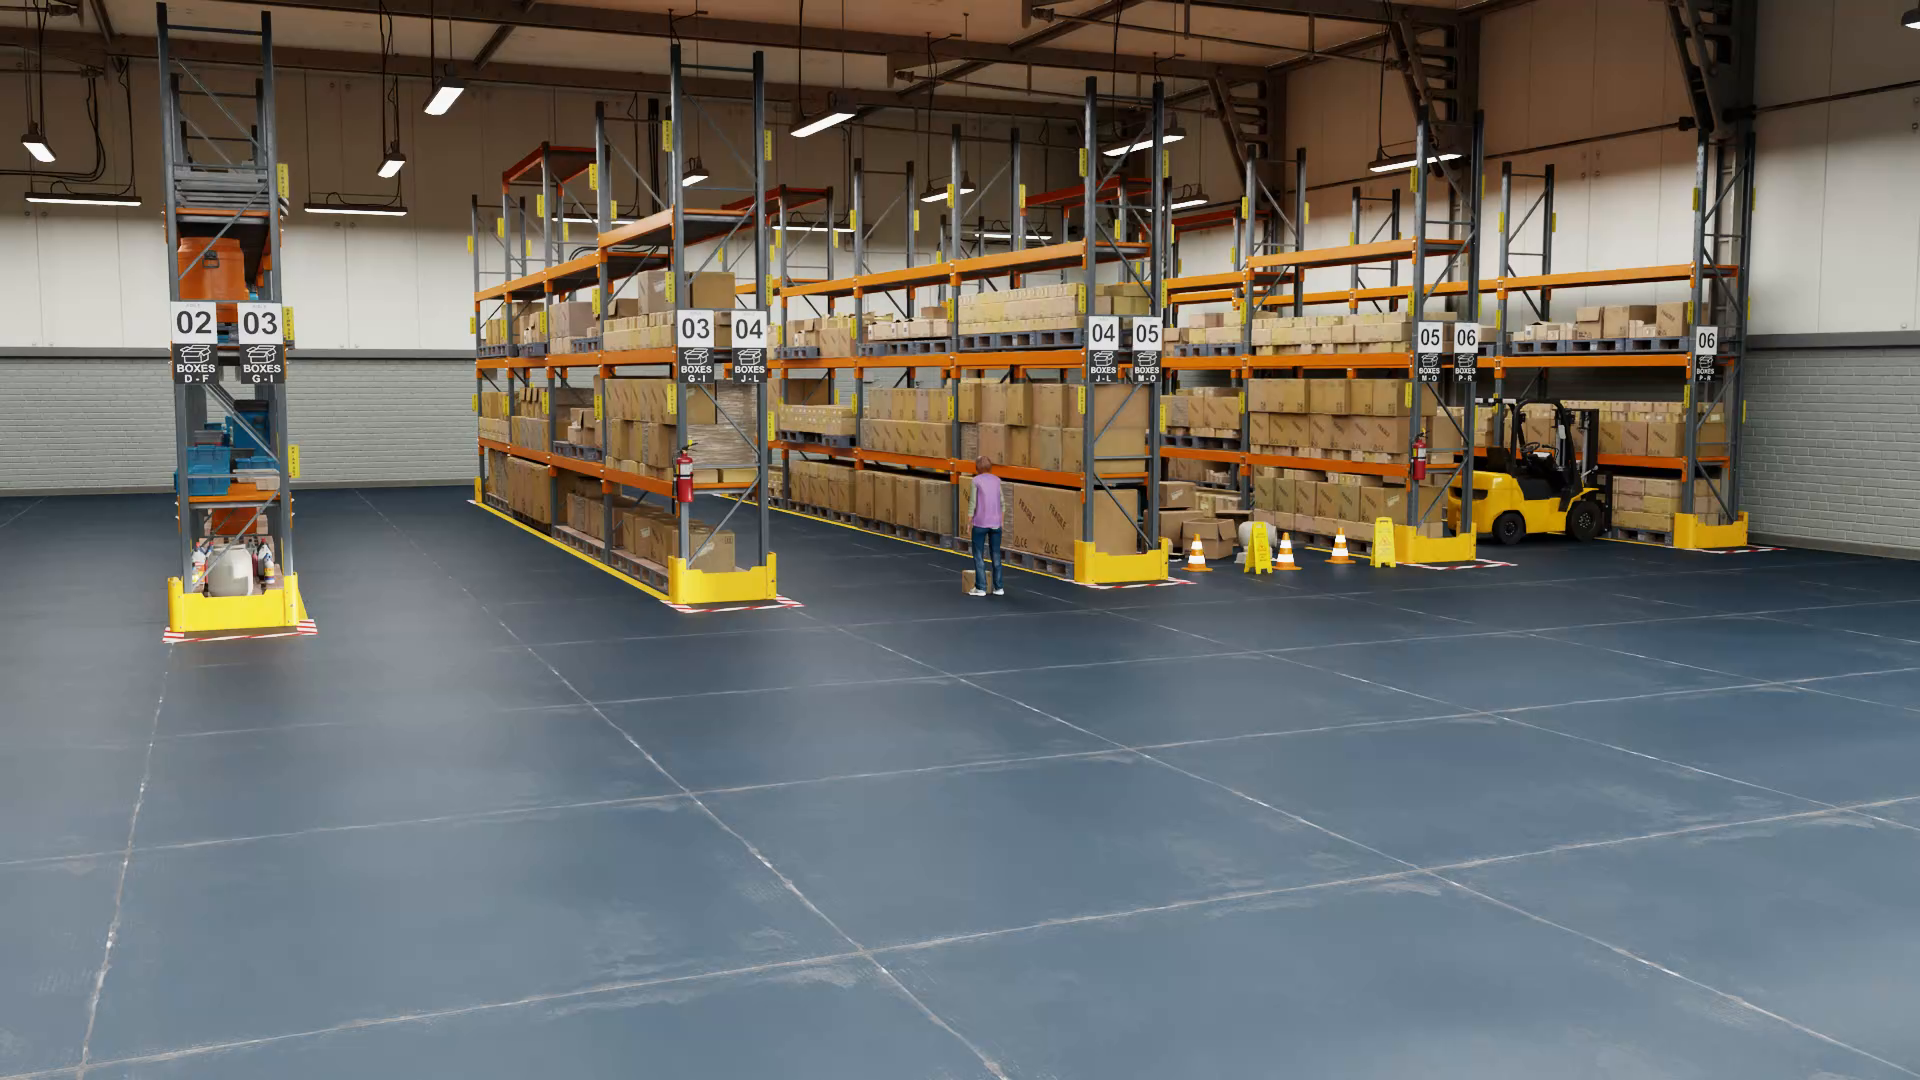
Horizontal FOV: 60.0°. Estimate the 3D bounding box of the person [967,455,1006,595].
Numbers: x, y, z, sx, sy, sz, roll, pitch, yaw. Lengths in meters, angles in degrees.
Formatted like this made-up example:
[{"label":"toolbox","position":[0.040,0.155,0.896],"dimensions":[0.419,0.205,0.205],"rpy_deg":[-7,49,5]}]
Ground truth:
[{"label":"person","position":[0.298,-0.163,18.872],"dimensions":[0.463,1.593,0.345],"rpy_deg":[-2,6,-24]}]
